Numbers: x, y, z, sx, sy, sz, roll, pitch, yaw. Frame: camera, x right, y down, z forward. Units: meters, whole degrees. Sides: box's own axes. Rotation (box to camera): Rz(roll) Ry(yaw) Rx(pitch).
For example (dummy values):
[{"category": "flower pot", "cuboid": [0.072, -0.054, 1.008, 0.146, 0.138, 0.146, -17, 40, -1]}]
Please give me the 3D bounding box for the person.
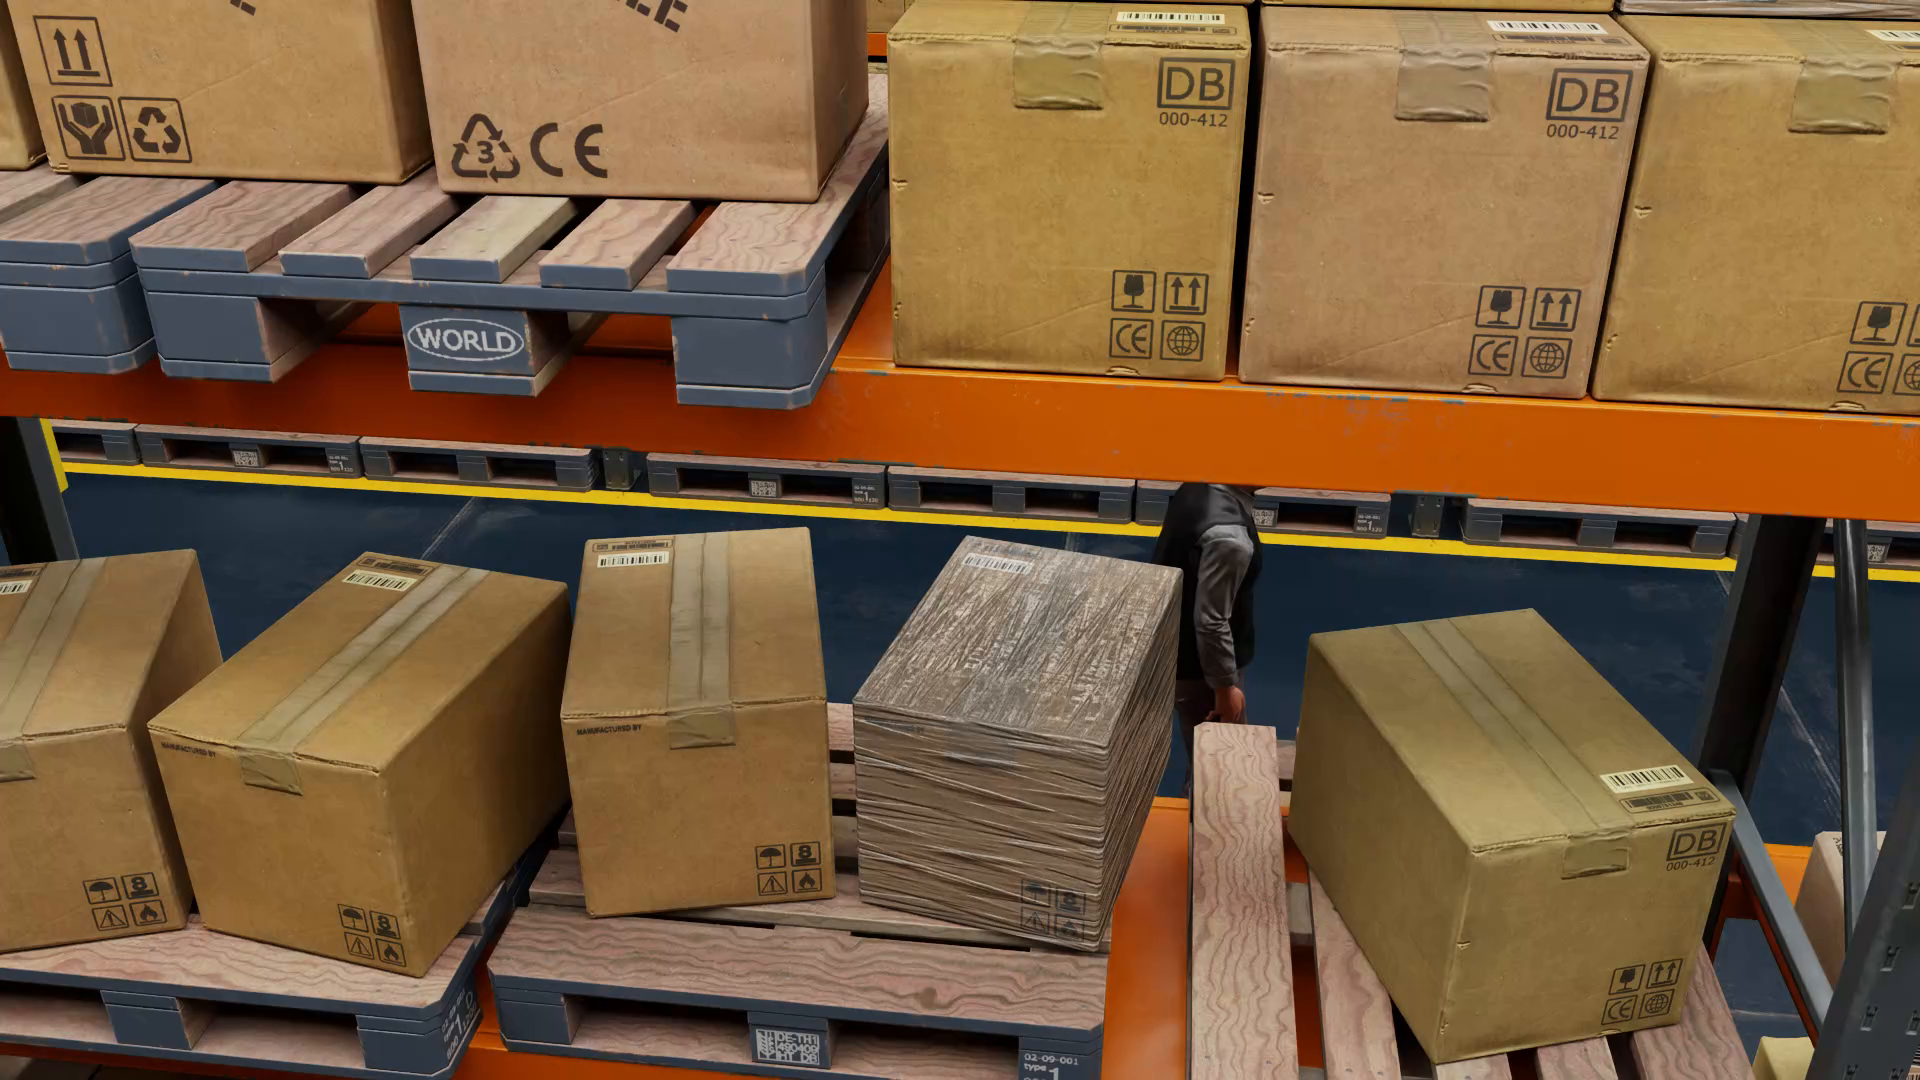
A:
[{"category": "person", "cuboid": [0.837, 0.379, 5.442, 0.475, 1.719, 0.581, 2, 28, 4]}]
